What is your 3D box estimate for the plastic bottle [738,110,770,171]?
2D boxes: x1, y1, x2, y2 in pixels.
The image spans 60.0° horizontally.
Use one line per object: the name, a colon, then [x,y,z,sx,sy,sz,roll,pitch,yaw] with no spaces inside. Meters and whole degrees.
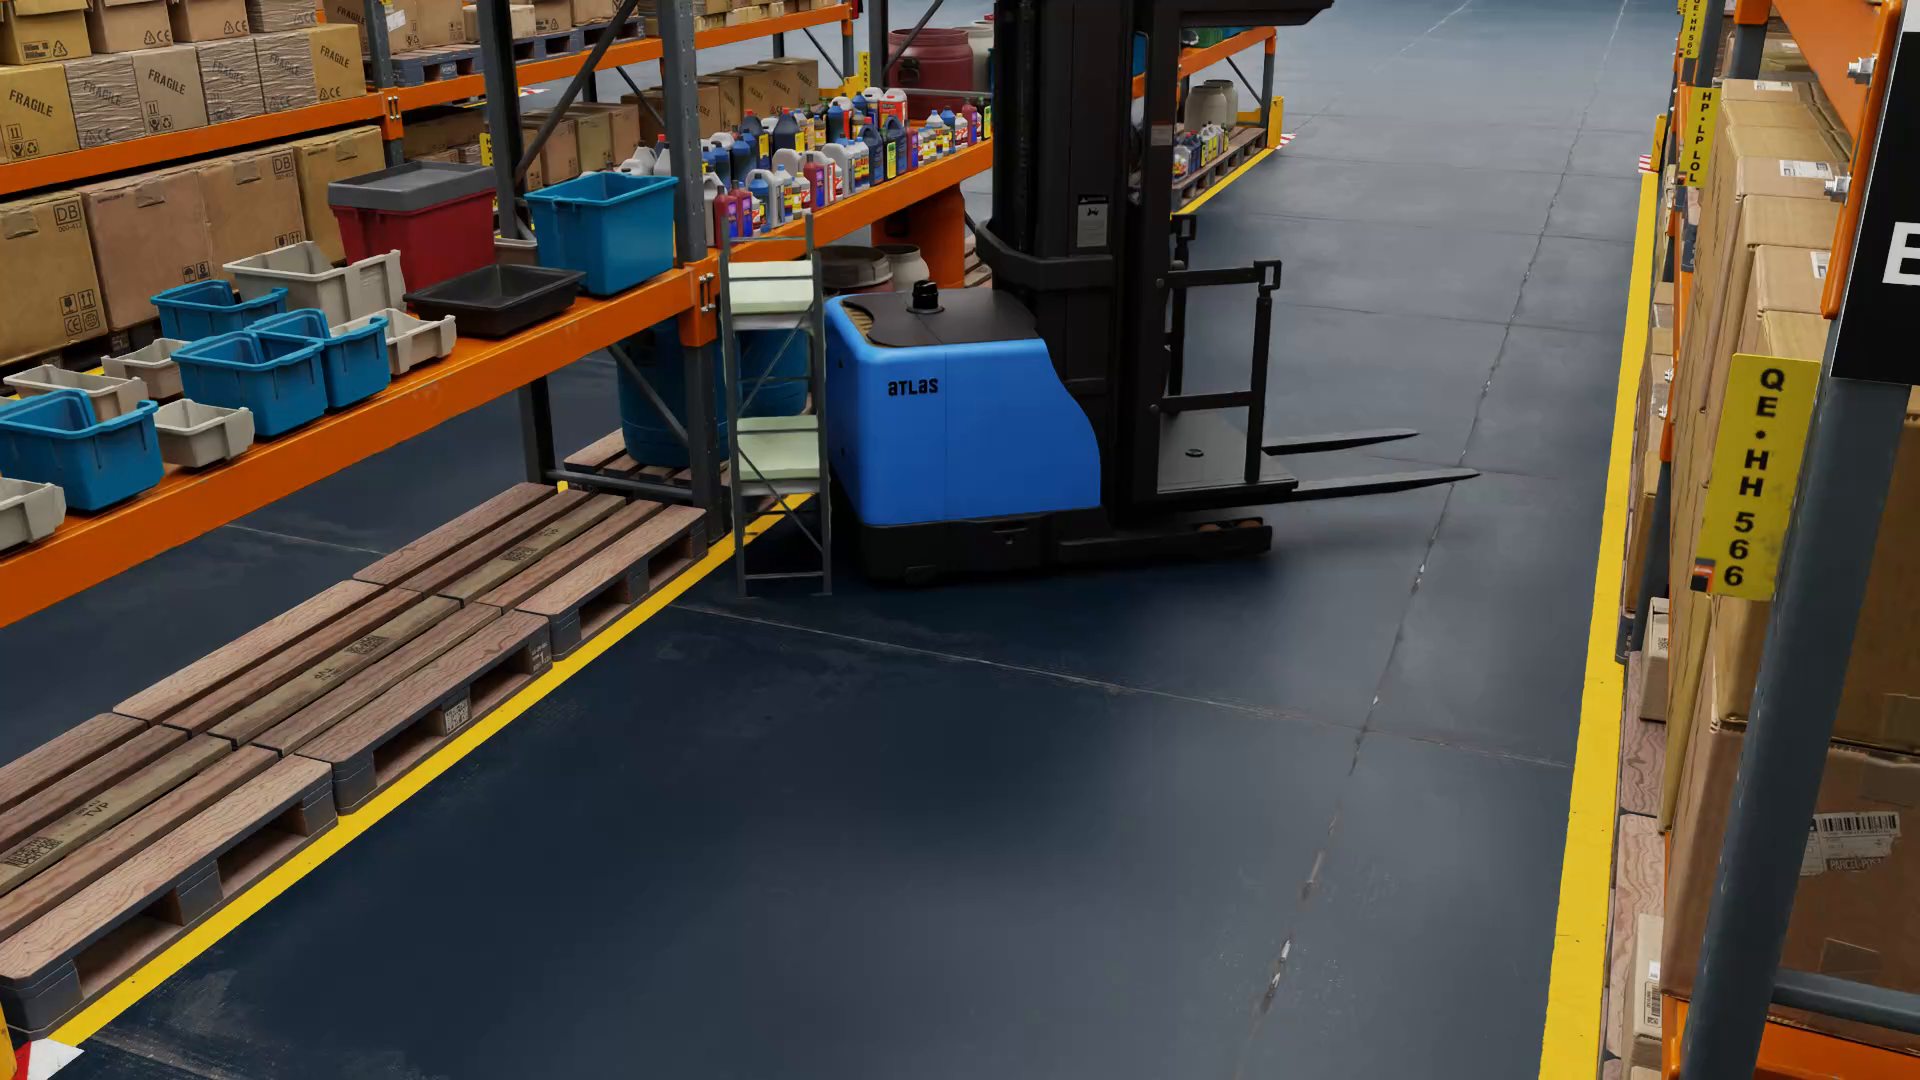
plastic bottle: [-1.142,-2.199,9.186,0.144,0.351,0.185,9,24,20]

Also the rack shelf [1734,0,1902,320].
rack shelf: [2.266,-1.077,3.479,1.077,0.370,4.000,9,24,20]

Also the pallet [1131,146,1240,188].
pallet: [2.122,-3.700,16.334,1.003,0.211,1.213,9,24,20]

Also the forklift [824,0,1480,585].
forklift: [0.932,-1.446,7.409,3.031,2.935,1.130,-5,23,-13]

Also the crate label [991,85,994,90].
crate label: [0.401,-2.903,11.025,0.303,0.233,0.416,9,24,20]

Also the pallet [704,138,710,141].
pallet: [-2.999,-3.982,17.009,1.003,0.211,1.213,9,24,20]

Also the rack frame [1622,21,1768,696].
rack frame: [3.009,-0.741,5.632,1.000,3.000,0.127,9,24,20]

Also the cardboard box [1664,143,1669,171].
cardboard box: [6.692,-3.442,15.121,0.500,0.250,0.500,9,24,20]

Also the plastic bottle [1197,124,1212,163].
plastic bottle: [2.296,-3.744,15.688,0.144,0.351,0.185,9,24,20]

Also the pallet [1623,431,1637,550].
pallet: [3.727,-0.189,7.928,1.003,0.211,1.213,9,24,20]

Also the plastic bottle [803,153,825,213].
plastic bottle: [-0.727,-1.786,8.284,0.061,0.283,0.133,9,24,20]

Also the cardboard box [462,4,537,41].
cardboard box: [-3.866,-4.283,13.763,0.500,0.250,0.500,8,24,19]

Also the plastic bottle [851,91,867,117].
plastic bottle: [-0.633,-2.677,10.435,0.097,0.271,0.097,0,23,0]

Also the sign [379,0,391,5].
sign: [-4.185,-4.048,12.047,0.100,0.325,0.005,9,24,20]

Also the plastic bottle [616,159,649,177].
plastic bottle: [-1.607,-1.712,8.118,0.152,0.276,0.135,9,24,20]

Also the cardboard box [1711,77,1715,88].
cardboard box: [5.461,-3.200,11.845,0.380,0.149,0.250,9,24,20]

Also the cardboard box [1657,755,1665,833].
cardboard box: [2.340,0.794,5.063,0.380,0.166,0.250,9,24,20]

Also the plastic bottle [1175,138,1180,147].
plastic bottle: [1.934,-3.545,15.211,0.144,0.351,0.185,9,24,20]

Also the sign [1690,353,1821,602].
sign: [1.015,-0.076,2.129,0.100,0.325,0.005,9,24,20]

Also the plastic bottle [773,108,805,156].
plastic bottle: [-0.951,-2.225,9.249,0.144,0.351,0.185,9,24,20]

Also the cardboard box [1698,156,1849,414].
cardboard box: [1.999,-0.567,3.788,0.500,0.500,0.500,10,25,22]

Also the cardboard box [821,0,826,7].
cardboard box: [-1.738,-6.118,18.831,0.380,0.149,0.250,9,24,20]

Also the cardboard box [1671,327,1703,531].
cardboard box: [2.191,-0.281,4.402,0.500,0.500,0.500,9,24,20]

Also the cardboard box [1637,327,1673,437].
cardboard box: [3.680,-0.733,8.286,0.500,0.500,0.500,8,24,19]

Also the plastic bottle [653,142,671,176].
plastic bottle: [-1.418,-1.784,8.193,0.144,0.351,0.185,9,24,20]

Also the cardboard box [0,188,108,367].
cardboard box: [-5.968,-1.606,9.914,1.225,0.875,0.875,9,24,20]

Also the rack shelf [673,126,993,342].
rack shelf: [-0.846,-1.835,9.185,1.077,0.370,4.000,9,24,20]

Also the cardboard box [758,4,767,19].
cardboard box: [-2.261,-5.576,17.533,0.380,0.149,0.250,9,24,20]

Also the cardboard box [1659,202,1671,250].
cardboard box: [5.026,-2.125,11.241,0.500,0.311,0.500,9,24,22]

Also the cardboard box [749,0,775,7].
cardboard box: [-2.457,-5.899,17.466,0.875,0.500,0.500,9,24,20]

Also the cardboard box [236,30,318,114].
cardboard box: [-4.846,-3.248,11.505,0.500,0.500,0.500,9,24,20]

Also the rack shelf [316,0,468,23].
rack shelf: [-7.041,-6.153,19.523,1.077,0.370,4.000,9,24,20]

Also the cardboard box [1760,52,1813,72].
cardboard box: [4.365,-2.171,8.381,0.700,0.500,0.500,1,23,2]

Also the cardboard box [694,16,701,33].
cardboard box: [-2.752,-5.029,16.224,0.380,0.149,0.250,9,24,20]

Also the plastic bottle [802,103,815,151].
plastic bottle: [-0.914,-2.431,9.829,0.061,0.283,0.133,9,24,20]

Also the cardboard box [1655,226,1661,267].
cardboard box: [5.219,-2.051,11.792,0.500,0.250,0.500,8,24,18]

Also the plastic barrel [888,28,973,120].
plastic barrel: [-0.212,-3.155,11.235,0.600,0.536,0.708,9,24,20]

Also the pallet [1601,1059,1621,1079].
pallet: [1.846,1.665,3.491,1.003,0.211,1.213,9,24,20]

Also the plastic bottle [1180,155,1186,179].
plastic bottle: [1.983,-3.350,14.938,0.097,0.201,0.097,0,23,0]

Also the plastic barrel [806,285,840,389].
plastic barrel: [-0.815,-1.132,9.252,0.421,0.512,0.421,0,23,0]

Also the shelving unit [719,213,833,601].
shelving unit: [-0.797,-0.585,7.203,0.431,1.500,0.755,-3,23,-7]

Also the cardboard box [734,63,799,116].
cardboard box: [-2.168,-5.055,18.659,0.500,0.500,0.500,16,28,34]

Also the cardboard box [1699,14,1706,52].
cardboard box: [6.708,-4.362,14.171,0.700,0.500,0.500,10,24,22]

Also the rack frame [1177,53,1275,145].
rack frame: [2.868,-5.746,17.614,1.000,3.000,0.127,9,24,20]

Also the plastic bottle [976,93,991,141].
plastic bottle: [0.143,-2.623,10.290,0.061,0.283,0.133,9,24,20]

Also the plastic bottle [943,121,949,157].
plastic bottle: [-0.111,-2.360,9.765,0.097,0.201,0.097,0,23,0]

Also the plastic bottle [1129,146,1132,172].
plastic bottle: [1.488,-3.546,15.214,0.144,0.351,0.185,9,24,20]

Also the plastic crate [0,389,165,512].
plastic crate: [-2.433,-0.247,4.590,0.416,0.233,0.300,9,24,20]

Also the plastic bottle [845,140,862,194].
plastic bottle: [-0.565,-1.955,8.706,0.097,0.271,0.097,0,23,0]

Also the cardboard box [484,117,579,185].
cardboard box: [-3.866,-3.488,14.881,0.700,0.500,0.500,7,24,15]

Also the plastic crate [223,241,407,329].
plastic crate: [-2.327,-0.904,6.099,0.437,0.282,0.530,9,24,20]

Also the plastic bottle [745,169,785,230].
plastic bottle: [-0.927,-1.636,7.936,0.152,0.276,0.135,9,24,20]

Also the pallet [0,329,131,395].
pallet: [-5.971,-1.161,10.255,1.003,0.211,1.213,9,24,20]

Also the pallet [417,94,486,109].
pallet: [-6.522,-5.617,20.924,1.003,0.211,1.213,9,24,20]
